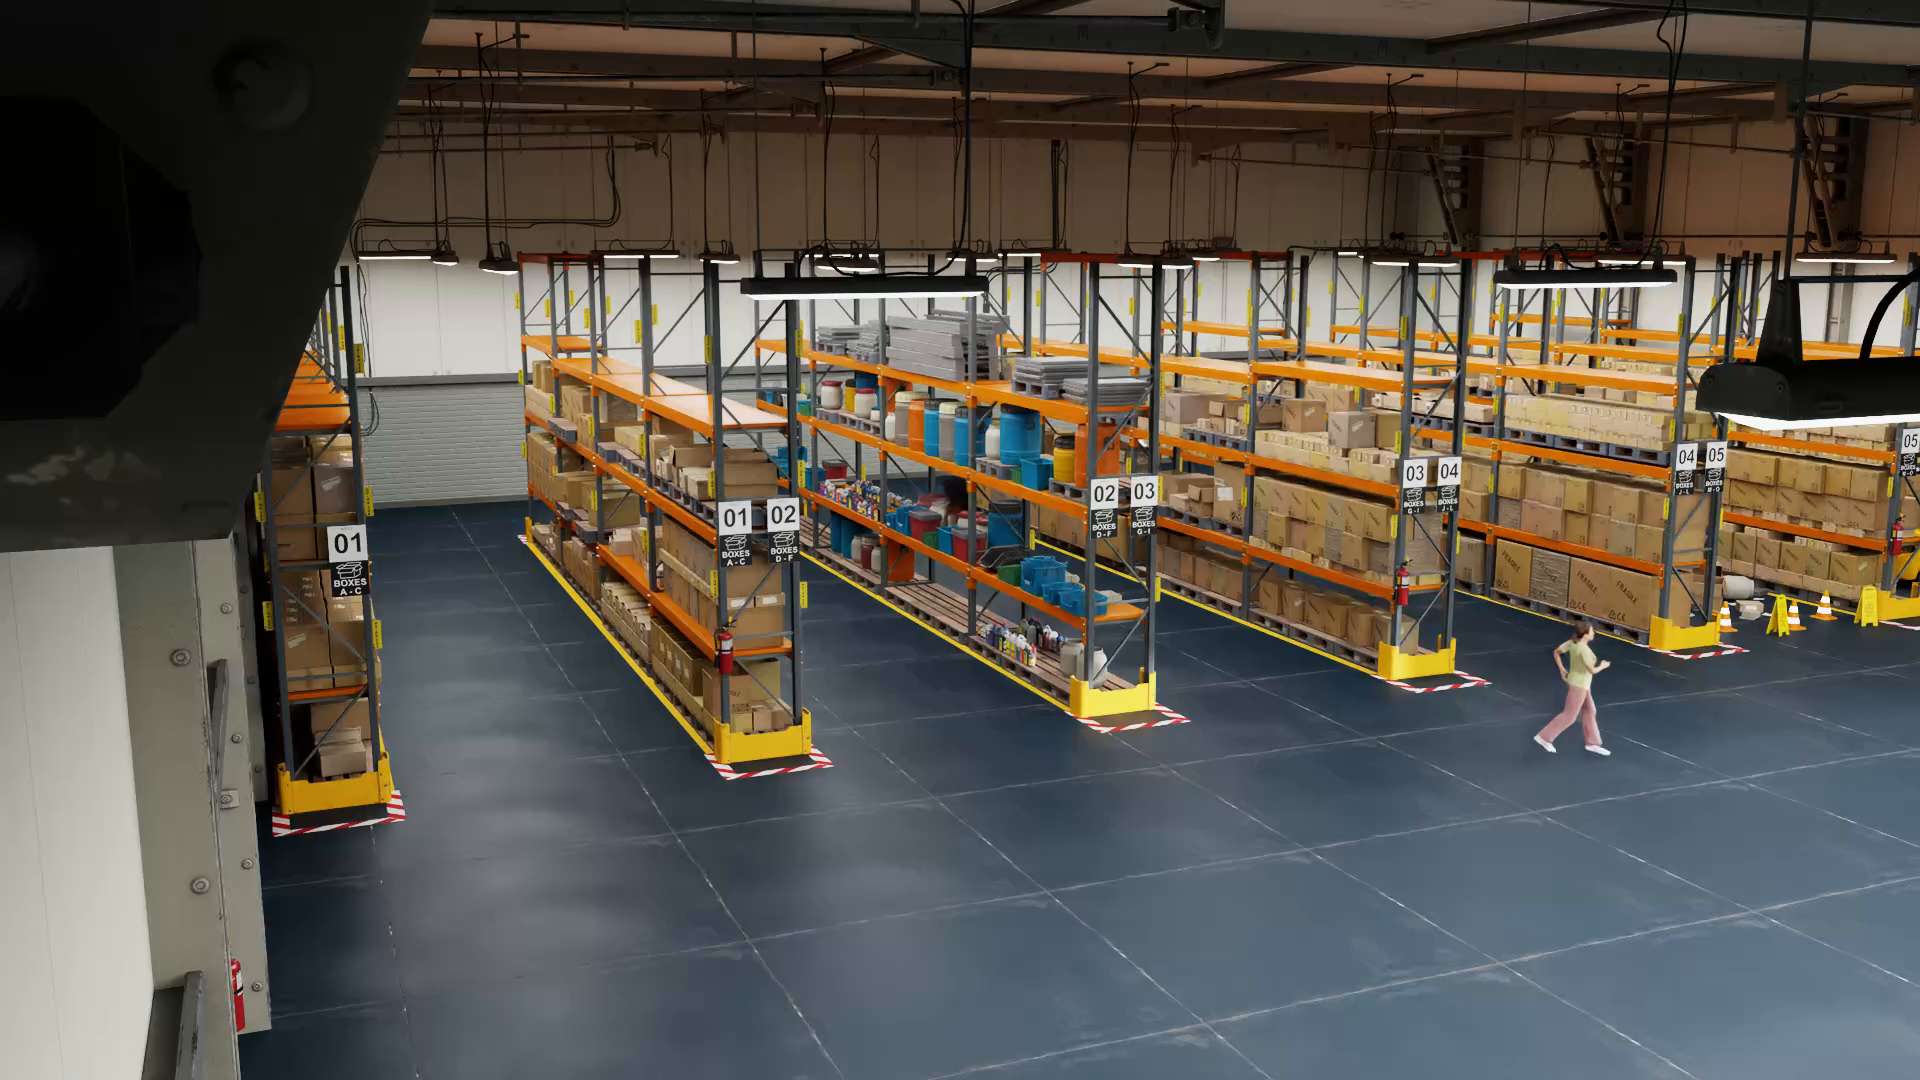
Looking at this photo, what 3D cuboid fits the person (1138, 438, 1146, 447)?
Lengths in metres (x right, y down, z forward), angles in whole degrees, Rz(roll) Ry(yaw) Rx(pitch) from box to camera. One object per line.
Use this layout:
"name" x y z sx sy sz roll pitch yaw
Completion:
"person" 4.436 -1.927 41.290 0.648 1.616 0.691 -6 12 -28

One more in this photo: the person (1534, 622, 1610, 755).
"person" 7.528 1.817 20.315 0.948 1.678 0.562 1 10 3

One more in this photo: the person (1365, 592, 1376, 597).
"person" 7.417 0.224 28.968 0.729 1.793 0.839 -8 13 -38
